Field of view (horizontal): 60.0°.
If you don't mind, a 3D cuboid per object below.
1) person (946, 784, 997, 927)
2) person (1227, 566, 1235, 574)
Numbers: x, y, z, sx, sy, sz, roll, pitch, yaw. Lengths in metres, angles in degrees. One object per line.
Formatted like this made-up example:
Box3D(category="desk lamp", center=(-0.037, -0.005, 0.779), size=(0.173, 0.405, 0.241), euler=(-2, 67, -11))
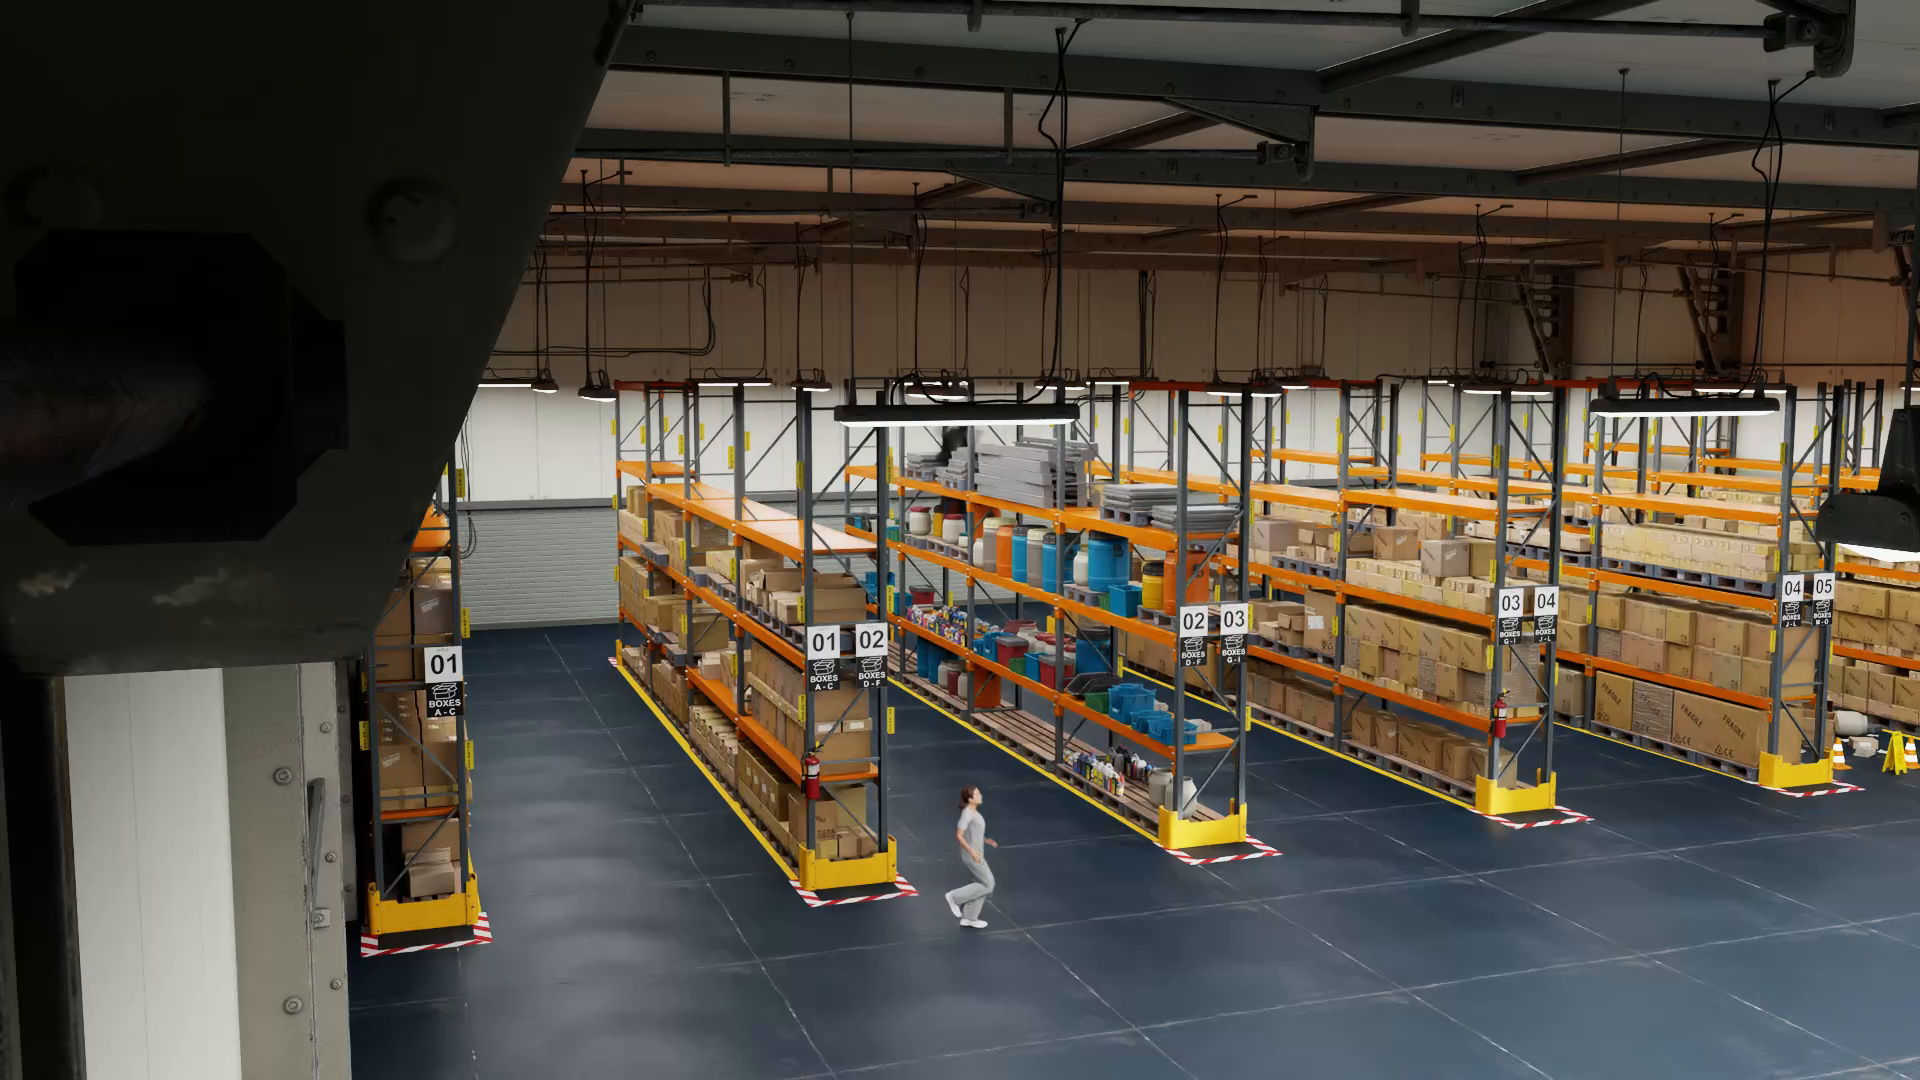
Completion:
Box3D(category="person", center=(0.131, 3.556, 18.726), size=(0.571, 1.629, 0.566), euler=(1, 6, 5))
Box3D(category="person", center=(6.124, 1.436, 38.100), size=(0.701, 1.729, 0.594), euler=(-2, 6, -21))
